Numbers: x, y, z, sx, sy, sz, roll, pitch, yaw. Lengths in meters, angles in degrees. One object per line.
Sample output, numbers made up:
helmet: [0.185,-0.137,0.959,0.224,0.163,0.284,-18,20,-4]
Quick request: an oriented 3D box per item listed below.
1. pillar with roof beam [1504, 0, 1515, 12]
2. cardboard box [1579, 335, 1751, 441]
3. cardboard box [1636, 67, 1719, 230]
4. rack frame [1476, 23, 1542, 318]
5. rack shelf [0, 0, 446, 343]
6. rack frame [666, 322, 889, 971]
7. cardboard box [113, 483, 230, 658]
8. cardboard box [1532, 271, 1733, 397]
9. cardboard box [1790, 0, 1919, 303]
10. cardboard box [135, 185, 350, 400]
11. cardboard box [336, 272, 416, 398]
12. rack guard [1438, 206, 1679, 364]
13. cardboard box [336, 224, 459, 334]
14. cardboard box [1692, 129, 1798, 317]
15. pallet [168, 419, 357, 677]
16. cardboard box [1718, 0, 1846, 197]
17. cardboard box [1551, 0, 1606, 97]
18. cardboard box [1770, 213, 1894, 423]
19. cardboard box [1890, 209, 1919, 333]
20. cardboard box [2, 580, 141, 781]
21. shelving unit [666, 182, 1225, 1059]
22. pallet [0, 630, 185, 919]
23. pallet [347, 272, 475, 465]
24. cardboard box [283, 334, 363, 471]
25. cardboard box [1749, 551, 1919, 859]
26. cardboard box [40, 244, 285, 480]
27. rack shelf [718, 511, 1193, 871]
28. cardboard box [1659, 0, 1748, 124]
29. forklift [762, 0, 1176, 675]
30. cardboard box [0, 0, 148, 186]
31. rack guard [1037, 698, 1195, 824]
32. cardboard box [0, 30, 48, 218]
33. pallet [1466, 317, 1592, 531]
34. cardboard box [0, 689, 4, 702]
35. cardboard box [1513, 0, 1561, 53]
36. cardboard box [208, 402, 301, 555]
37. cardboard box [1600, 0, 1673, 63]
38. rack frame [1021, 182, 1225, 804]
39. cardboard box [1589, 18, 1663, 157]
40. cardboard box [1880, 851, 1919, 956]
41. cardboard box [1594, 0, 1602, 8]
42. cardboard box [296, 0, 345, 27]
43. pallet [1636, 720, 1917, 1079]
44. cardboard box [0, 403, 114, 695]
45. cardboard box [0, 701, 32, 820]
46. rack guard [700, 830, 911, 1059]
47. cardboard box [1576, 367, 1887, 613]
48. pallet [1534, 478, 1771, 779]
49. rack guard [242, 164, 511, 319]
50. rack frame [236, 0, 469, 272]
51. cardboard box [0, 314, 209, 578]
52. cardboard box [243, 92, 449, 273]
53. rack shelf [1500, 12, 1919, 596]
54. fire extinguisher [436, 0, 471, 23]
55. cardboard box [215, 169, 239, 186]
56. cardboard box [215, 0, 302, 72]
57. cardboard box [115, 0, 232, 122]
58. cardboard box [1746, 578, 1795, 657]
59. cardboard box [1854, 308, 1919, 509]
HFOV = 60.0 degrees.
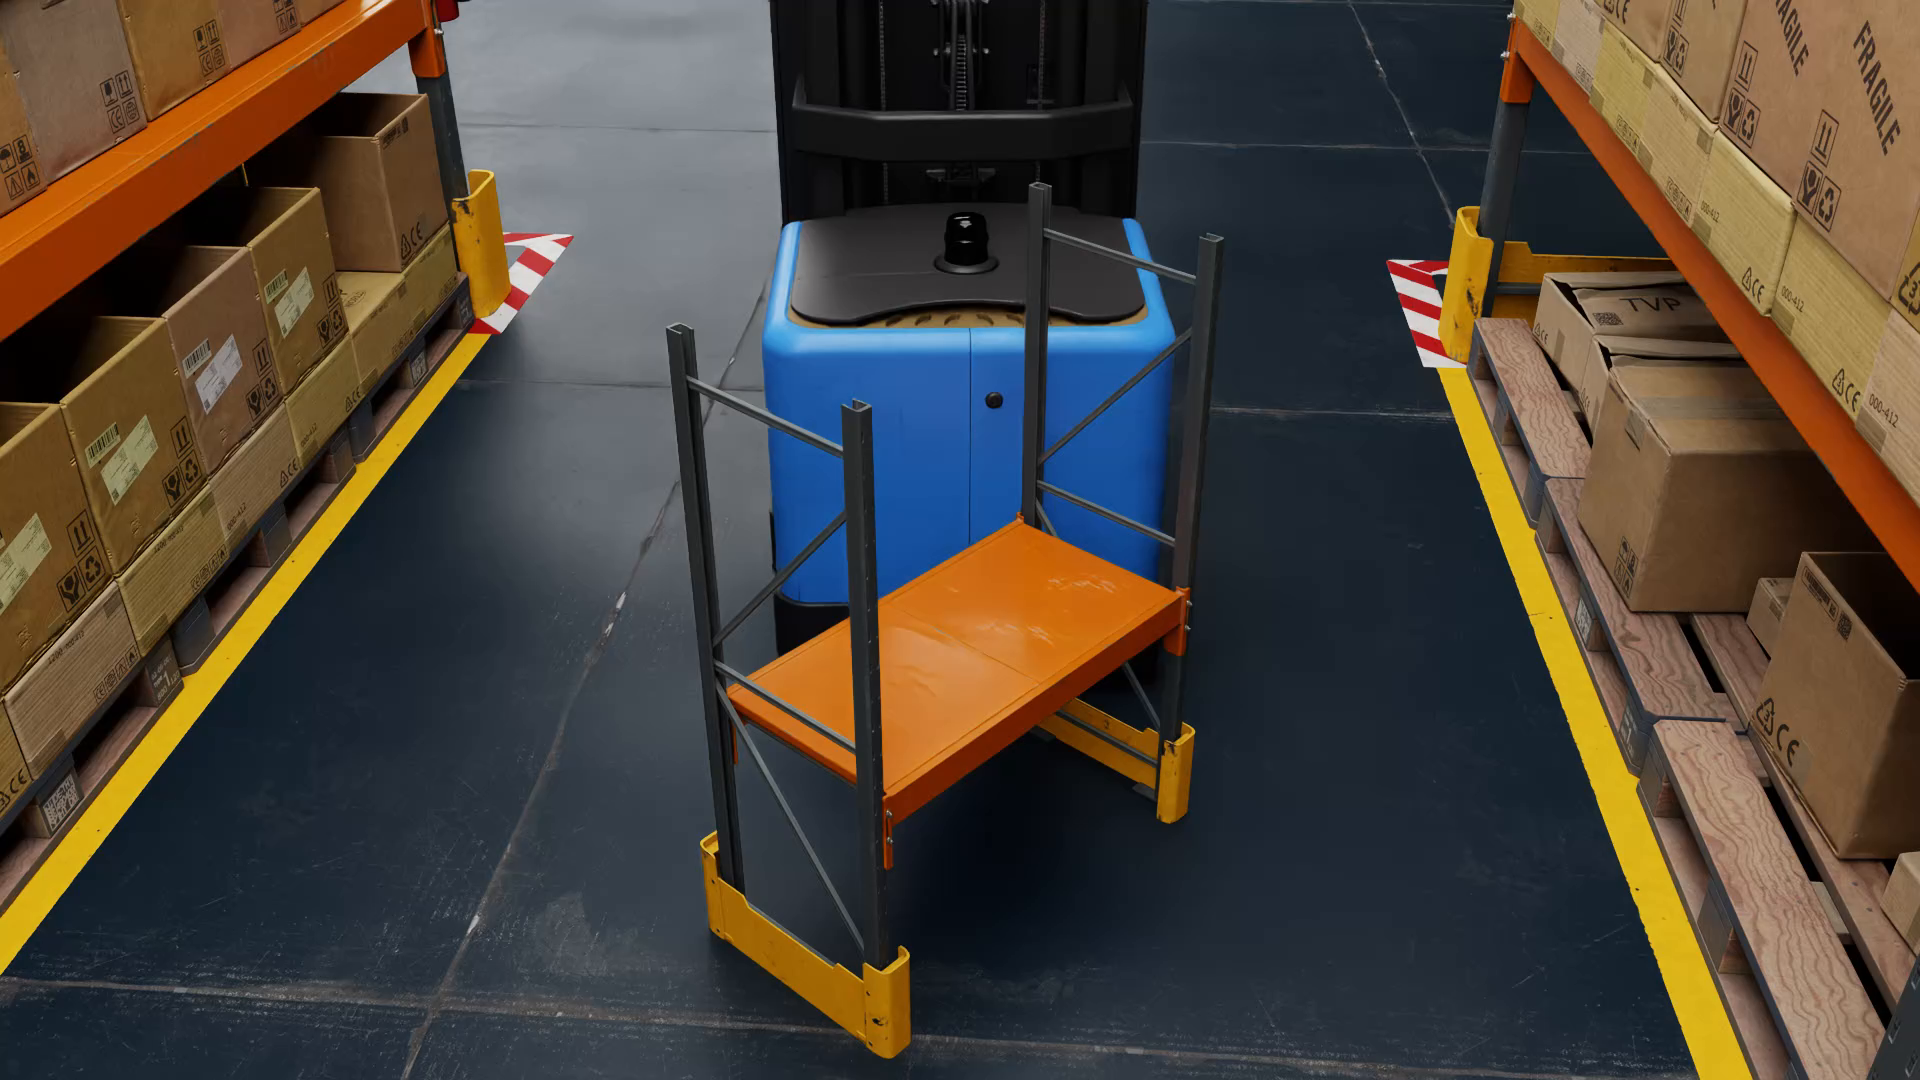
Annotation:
pillar with roof beam: [-0.524,-7.530,8.891,9.100,9.000,0.400,2,32,4]
cardboard box: [2.281,-0.444,5.255,0.500,0.311,0.500,5,32,8]
cardboard box: [1.998,-0.958,4.069,0.500,0.250,0.500,3,32,4]
rack frame: [2.473,-2.058,5.730,1.000,3.000,0.127,2,32,4]
rack shelf: [-2.627,-0.915,4.562,1.077,0.370,4.000,2,32,4]
rack frame: [-0.340,0.334,3.278,0.500,1.500,0.032,26,40,35]
cardboard box: [-2.358,0.064,4.507,0.500,0.250,0.500,2,32,4]
cardboard box: [2.327,-0.742,5.739,0.500,0.311,0.500,-1,32,-2]
cardboard box: [1.913,-0.751,3.019,0.500,0.500,0.500,2,32,4]
cardboard box: [-2.278,-0.778,5.159,0.500,0.500,0.500,2,32,4]
cardboard box: [-2.242,-0.720,5.780,0.500,0.250,0.500,2,32,4]
rack guard: [2.467,-0.954,6.321,1.175,0.500,0.348,2,32,4]
cardboard box: [-2.214,-0.982,6.205,0.500,0.250,0.500,2,32,4]
cardboard box: [1.958,-0.695,3.643,0.500,0.250,0.500,2,32,4]
pallet: [-2.587,-0.042,5.117,1.003,0.211,1.213,2,32,4]
cardboard box: [1.964,-1.014,3.446,0.500,0.500,0.500,2,32,3]
cardboard box: [2.089,-1.488,4.930,0.500,0.250,0.500,2,32,2]
cardboard box: [1.933,-0.431,3.215,0.500,0.250,0.500,3,32,4]
cardboard box: [1.878,-0.490,2.596,0.500,0.500,0.500,2,32,4]
cardboard box: [-2.404,0.325,4.083,0.500,0.250,0.500,2,32,4]
shelving unit: [-0.004,0.141,3.592,0.587,1.500,1.083,26,40,35]
pallet: [-2.684,0.597,4.079,1.003,0.211,1.213,2,32,4]
pallet: [-2.485,-0.678,6.150,1.003,0.211,1.213,2,32,4]
cardboard box: [-2.281,-0.459,5.356,0.500,0.250,0.500,2,32,4]
cardboard box: [2.192,0.367,3.759,0.500,0.500,0.500,0,32,0]
cardboard box: [-2.320,-0.517,4.735,0.500,0.500,0.500,2,32,4]
rack shelf: [0.003,0.291,3.692,0.538,0.185,1.000,26,40,35]
cardboard box: [2.006,-1.286,3.887,0.500,0.500,0.500,3,32,6]
forklift: [-0.010,-1.609,5.067,1.130,2.935,3.031,-1,32,-1]
cardboard box: [-2.638,-1.257,4.335,0.700,0.500,0.500,3,32,5]
rack guard: [0.332,0.480,4.233,0.587,0.250,0.087,26,40,35]
cardboard box: [-2.679,-0.989,3.900,0.700,0.500,0.500,3,32,5]
pallet: [2.366,-0.407,5.710,1.003,0.211,1.213,2,32,4]
cardboard box: [-2.440,0.268,3.462,0.500,0.500,0.500,2,32,4]
cardboard box: [2.117,-1.761,5.372,0.500,0.250,0.500,2,32,3]
cardboard box: [-2.324,-0.197,4.932,0.500,0.250,0.500,2,32,4]
cardboard box: [2.036,-1.557,4.326,0.500,0.500,0.500,1,32,2]
rack frame: [0.345,-0.060,3.917,0.500,1.500,0.032,26,40,35]
cardboard box: [2.042,-1.222,4.498,0.500,0.250,0.500,2,32,3]
cardboard box: [2.161,0.772,3.420,0.380,0.166,0.250,-2,32,-2]
cardboard box: [2.085,-1.827,4.764,0.500,0.500,0.500,3,32,4]
cardboard box: [-2.515,-2.066,5.648,0.700,0.500,0.500,2,32,4]
pallet: [2.167,0.869,3.639,1.003,0.211,1.213,2,32,4]
cardboard box: [-2.407,0.006,3.887,0.500,0.500,0.500,2,32,4]
cardboard box: [-2.450,0.587,3.659,0.500,0.250,0.500,2,32,4]
rack guard: [-0.339,0.866,3.606,0.587,0.250,0.087,26,40,35]
cardboard box: [2.171,-0.143,4.586,0.700,0.500,0.500,1,32,1]
pallet: [2.264,0.229,4.677,1.003,0.211,1.213,2,32,4]
rack guard: [-2.462,-1.216,6.746,1.175,0.500,0.348,2,32,4]
rack frame: [-2.464,-2.267,6.070,1.000,3.000,0.127,2,32,4]
cardboard box: [-2.359,-0.255,4.311,0.500,0.500,0.500,2,32,4]
cardboard box: [-2.211,-1.301,6.009,0.500,0.500,0.500,2,32,4]
rack shelf: [2.310,-0.705,4.221,1.077,0.370,4.000,2,32,4]
fire extinguisher: [-1.992,-2.276,6.158,0.296,0.674,0.183,2,32,4]
cardboard box: [-2.769,-1.062,5.620,0.500,0.500,0.500,2,32,4]
cardboard box: [-2.553,-1.791,5.202,0.700,0.500,0.500,3,32,5]
cardboard box: [-2.599,-1.532,4.781,0.700,0.500,0.500,3,32,4]
cardboard box: [2.298,0.225,4.324,0.380,0.149,0.250,0,32,0]
cardboard box: [1.884,-0.171,2.793,0.500,0.250,0.500,3,32,4]
